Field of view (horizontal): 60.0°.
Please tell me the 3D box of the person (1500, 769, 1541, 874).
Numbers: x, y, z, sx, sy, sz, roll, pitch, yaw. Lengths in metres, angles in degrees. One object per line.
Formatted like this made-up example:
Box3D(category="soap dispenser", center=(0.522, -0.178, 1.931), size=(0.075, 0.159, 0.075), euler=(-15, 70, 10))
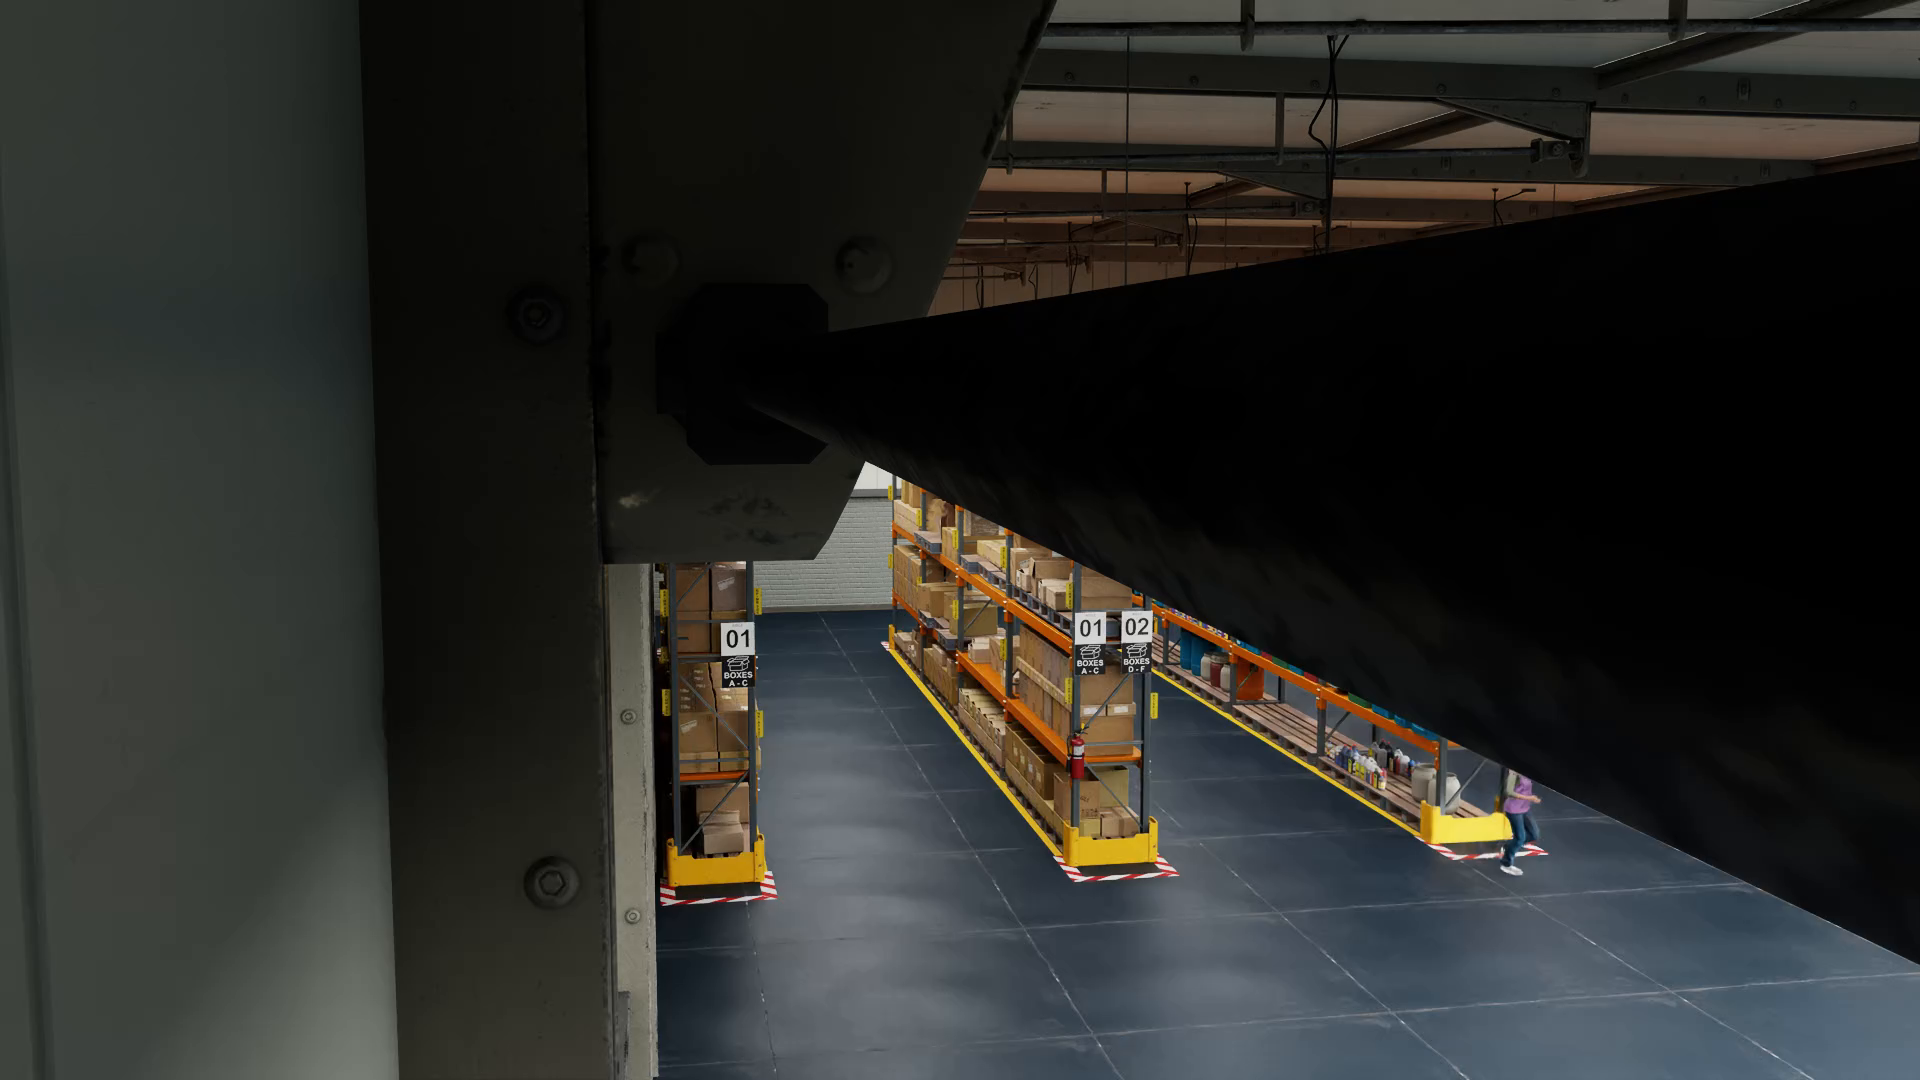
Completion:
Box3D(category="person", center=(6.922, 3.354, 20.481), size=(0.515, 1.560, 0.559), euler=(5, 8, 37))
